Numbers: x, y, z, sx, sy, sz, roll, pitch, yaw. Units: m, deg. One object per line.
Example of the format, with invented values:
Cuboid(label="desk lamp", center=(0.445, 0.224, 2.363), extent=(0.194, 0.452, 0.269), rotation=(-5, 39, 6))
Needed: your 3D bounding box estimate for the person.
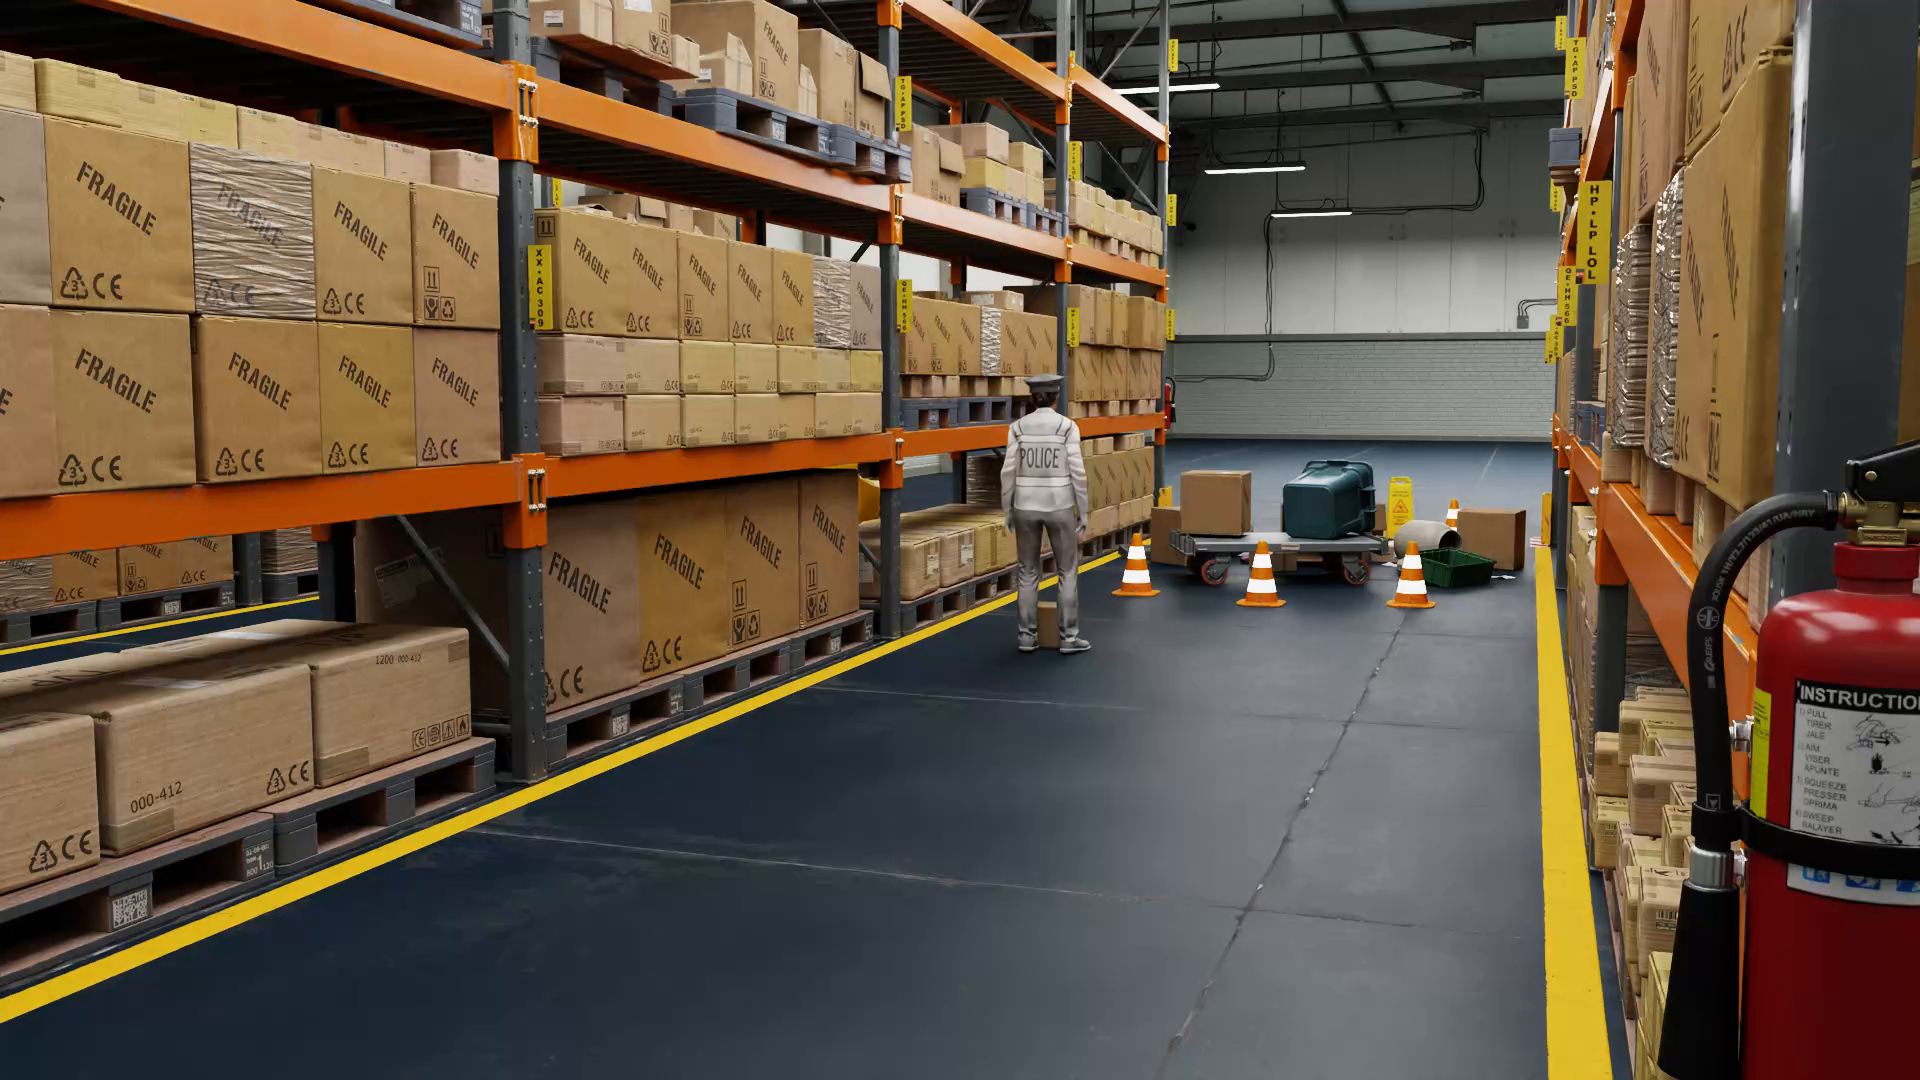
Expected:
Cuboid(label="person", center=(0.507, -0.158, 9.934), extent=(0.527, 1.661, 0.375), rotation=(2, 6, 16))
